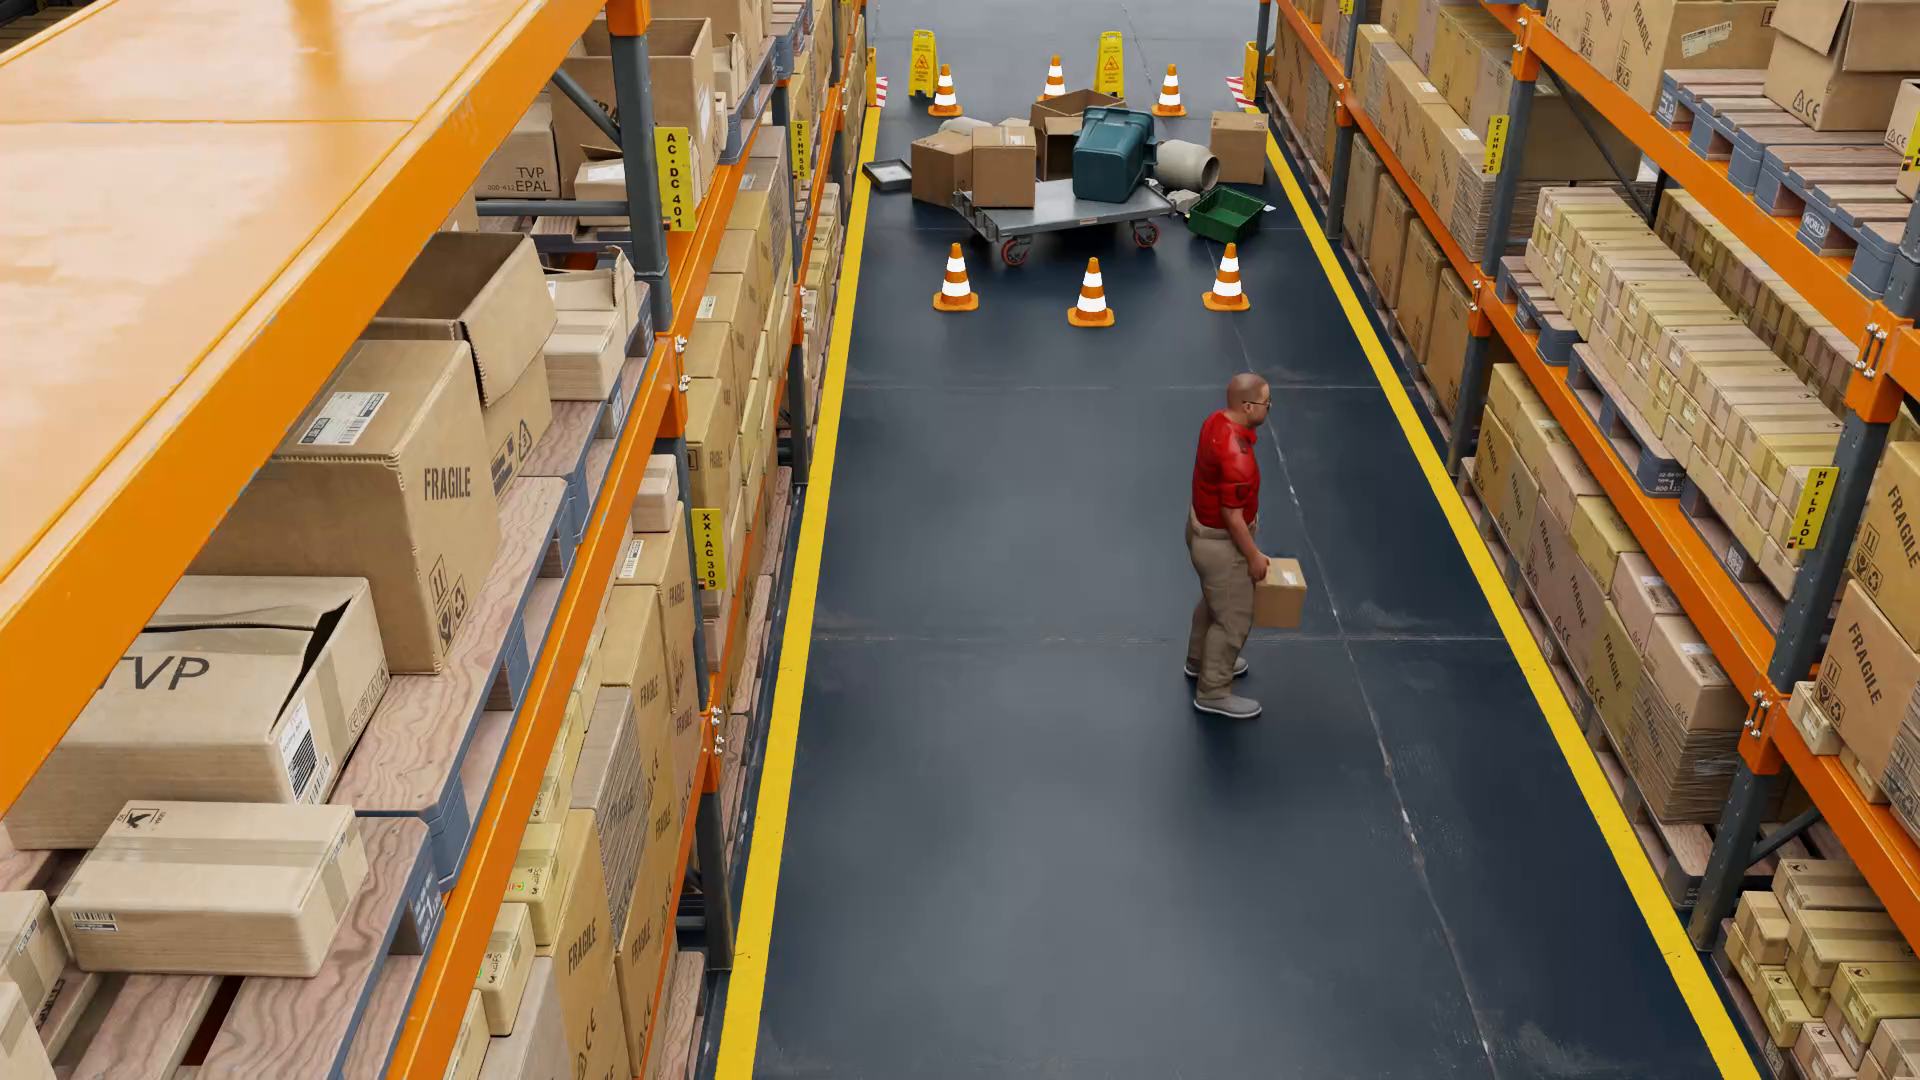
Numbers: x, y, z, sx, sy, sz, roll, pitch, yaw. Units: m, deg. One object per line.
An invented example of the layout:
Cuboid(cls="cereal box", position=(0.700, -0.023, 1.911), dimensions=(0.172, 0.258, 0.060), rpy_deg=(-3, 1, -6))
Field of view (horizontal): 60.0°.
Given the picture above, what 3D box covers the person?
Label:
Cuboid(cls="person", position=(1.284, 0.042, 7.968), dimensions=(0.392, 1.638, 0.558), rpy_deg=(-1, 31, -1))
